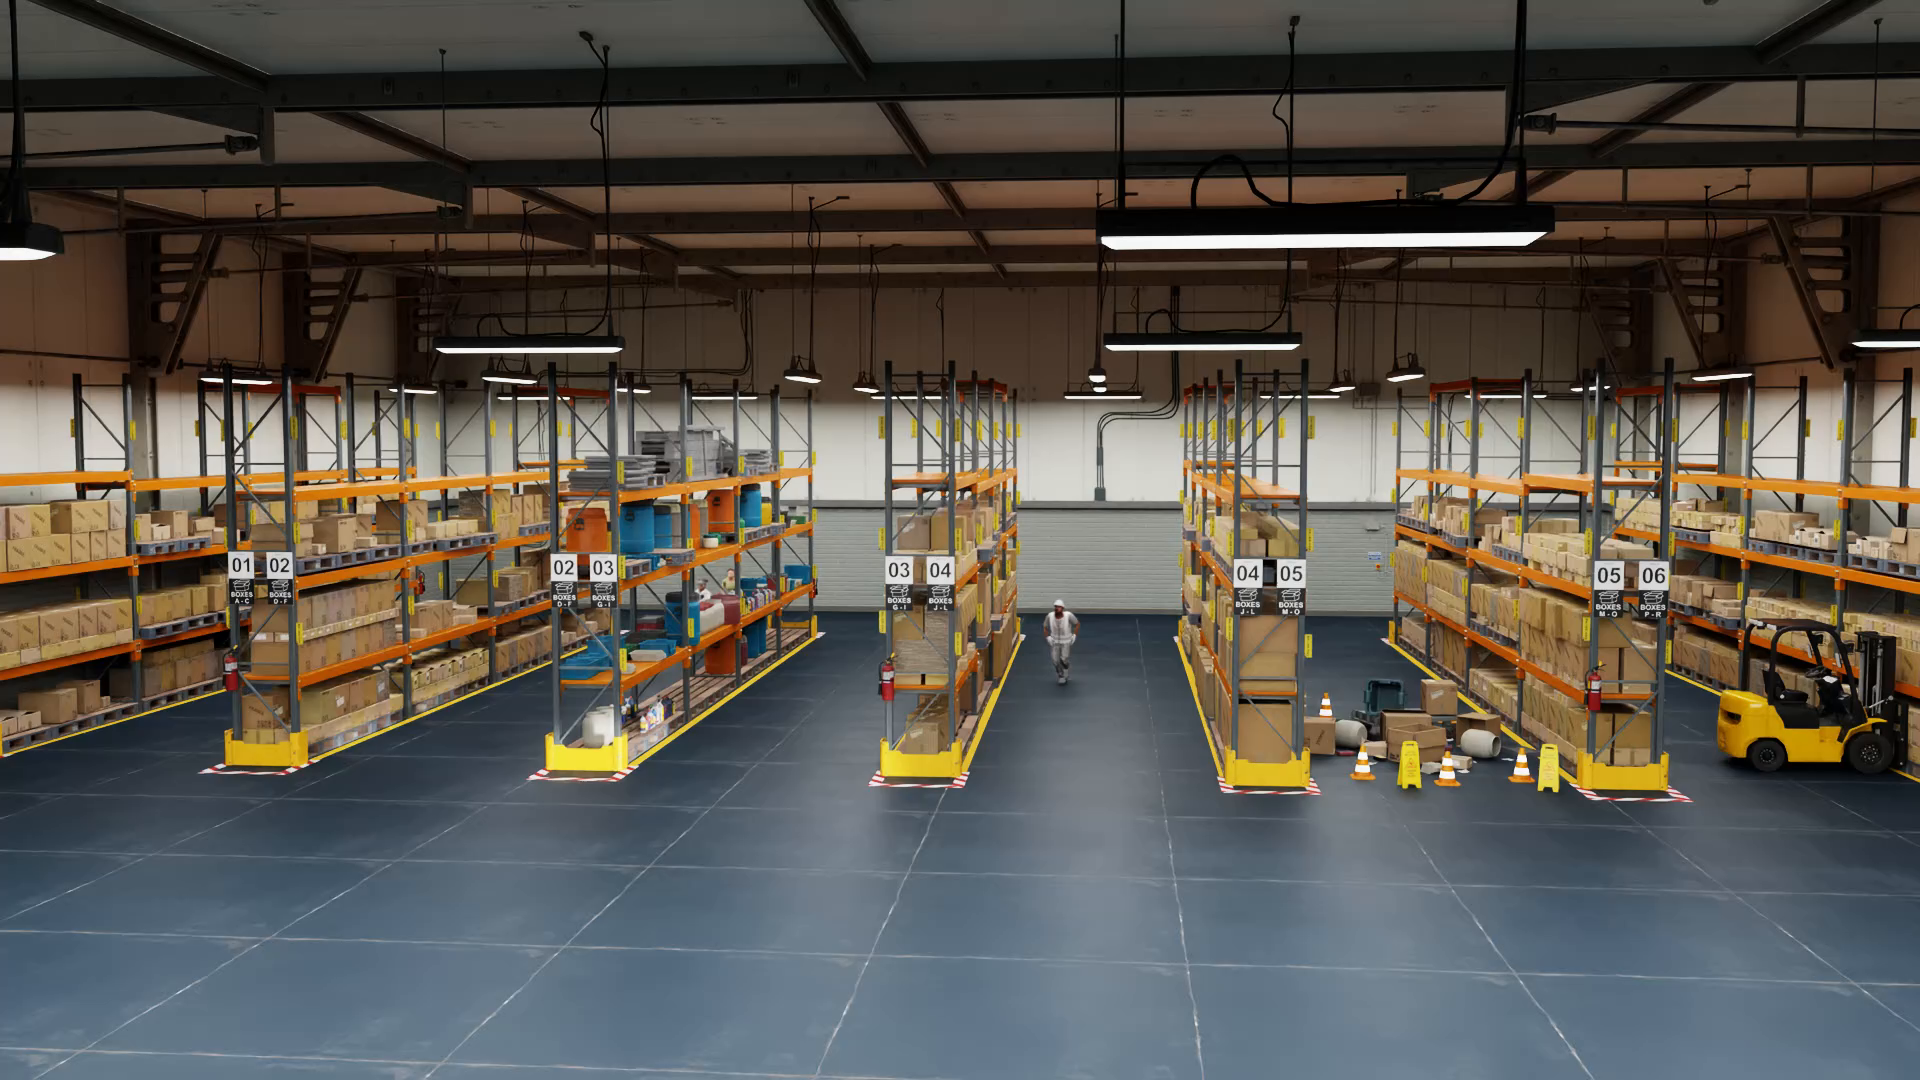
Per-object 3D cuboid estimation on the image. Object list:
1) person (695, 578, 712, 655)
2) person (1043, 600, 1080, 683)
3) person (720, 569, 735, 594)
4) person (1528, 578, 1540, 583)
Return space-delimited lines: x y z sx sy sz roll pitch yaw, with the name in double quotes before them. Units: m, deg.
"person" -5.727 1.699 37.148 0.537 1.738 0.969 3 5 42
"person" 1.999 2.006 32.820 0.715 1.685 0.634 1 4 15
"person" -5.669 1.486 41.555 0.576 1.575 0.690 1 4 15
"person" 13.461 1.536 39.136 0.931 1.739 0.497 2 4 29
